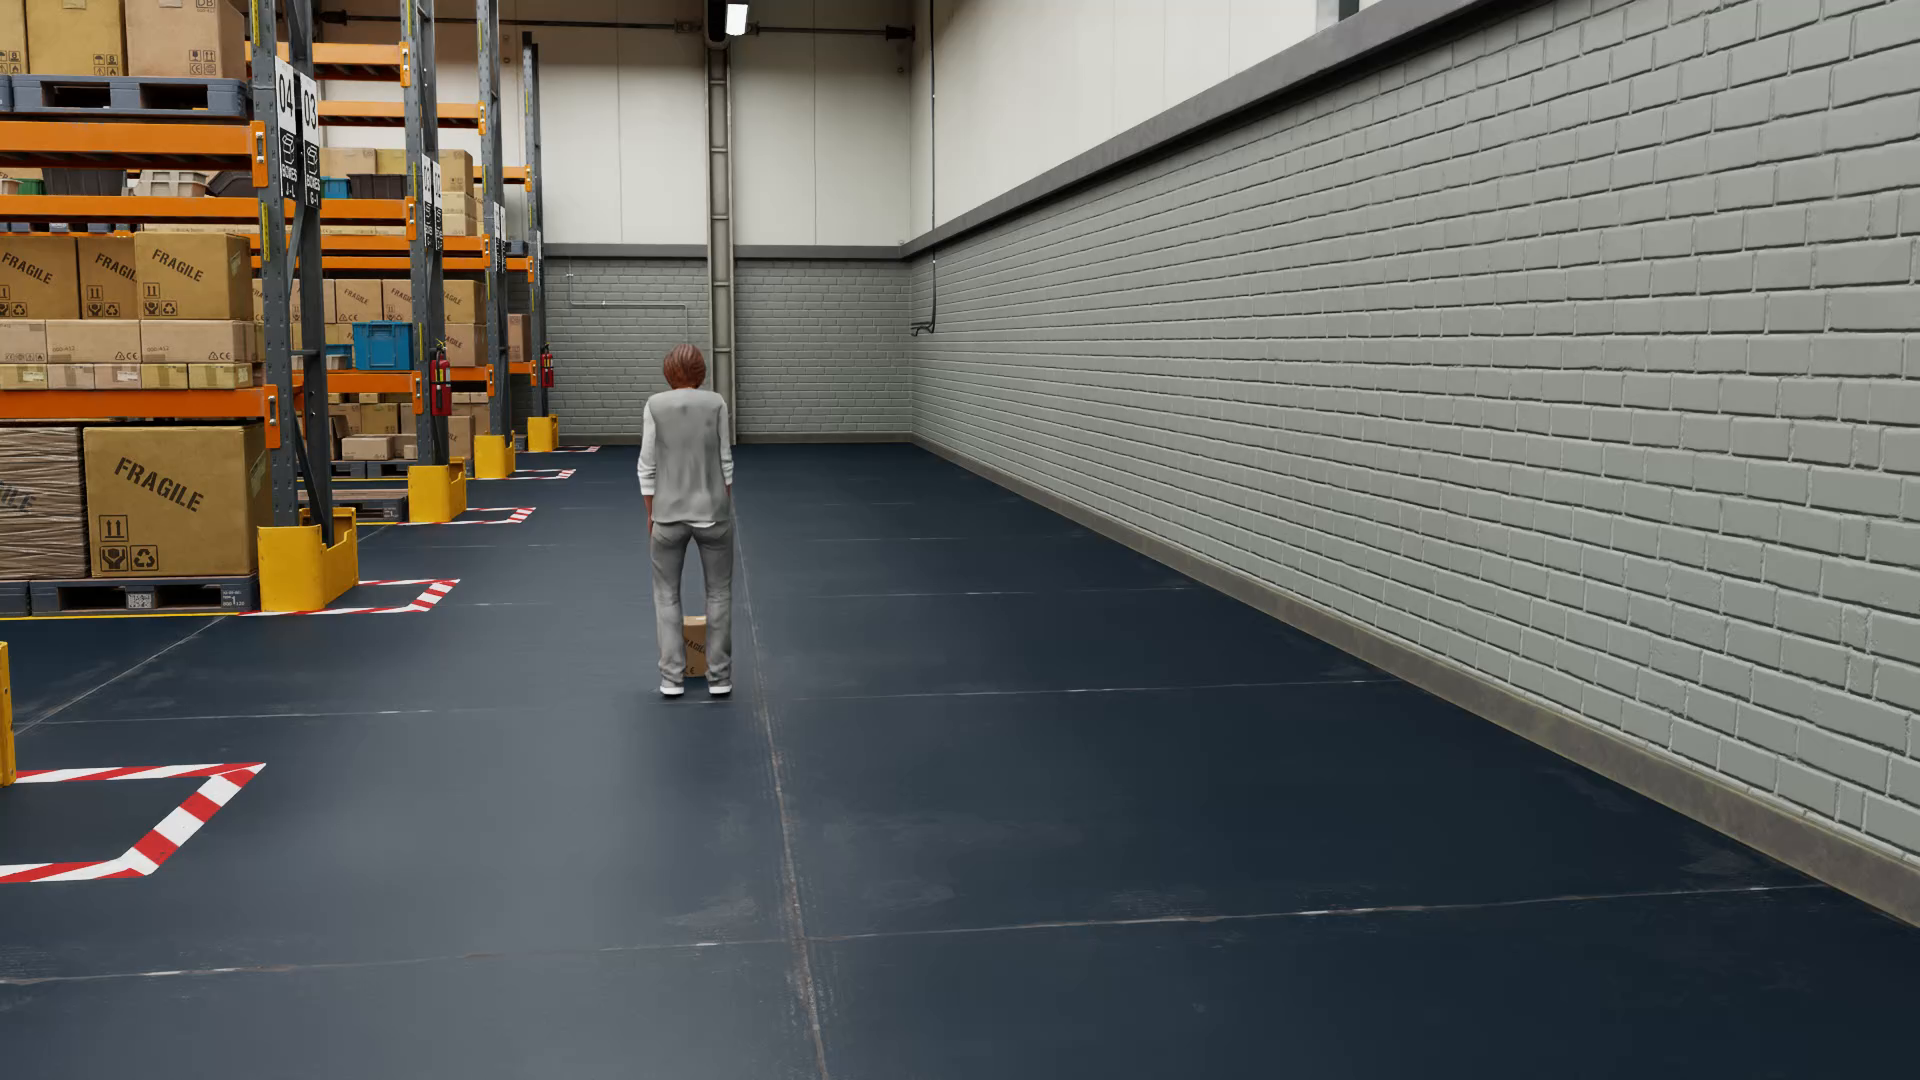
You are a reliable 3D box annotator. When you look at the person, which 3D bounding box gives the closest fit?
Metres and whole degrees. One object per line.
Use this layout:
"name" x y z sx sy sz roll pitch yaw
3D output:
"person" -1.218 -0.075 7.406 0.423 1.550 0.368 -1 7 -7
